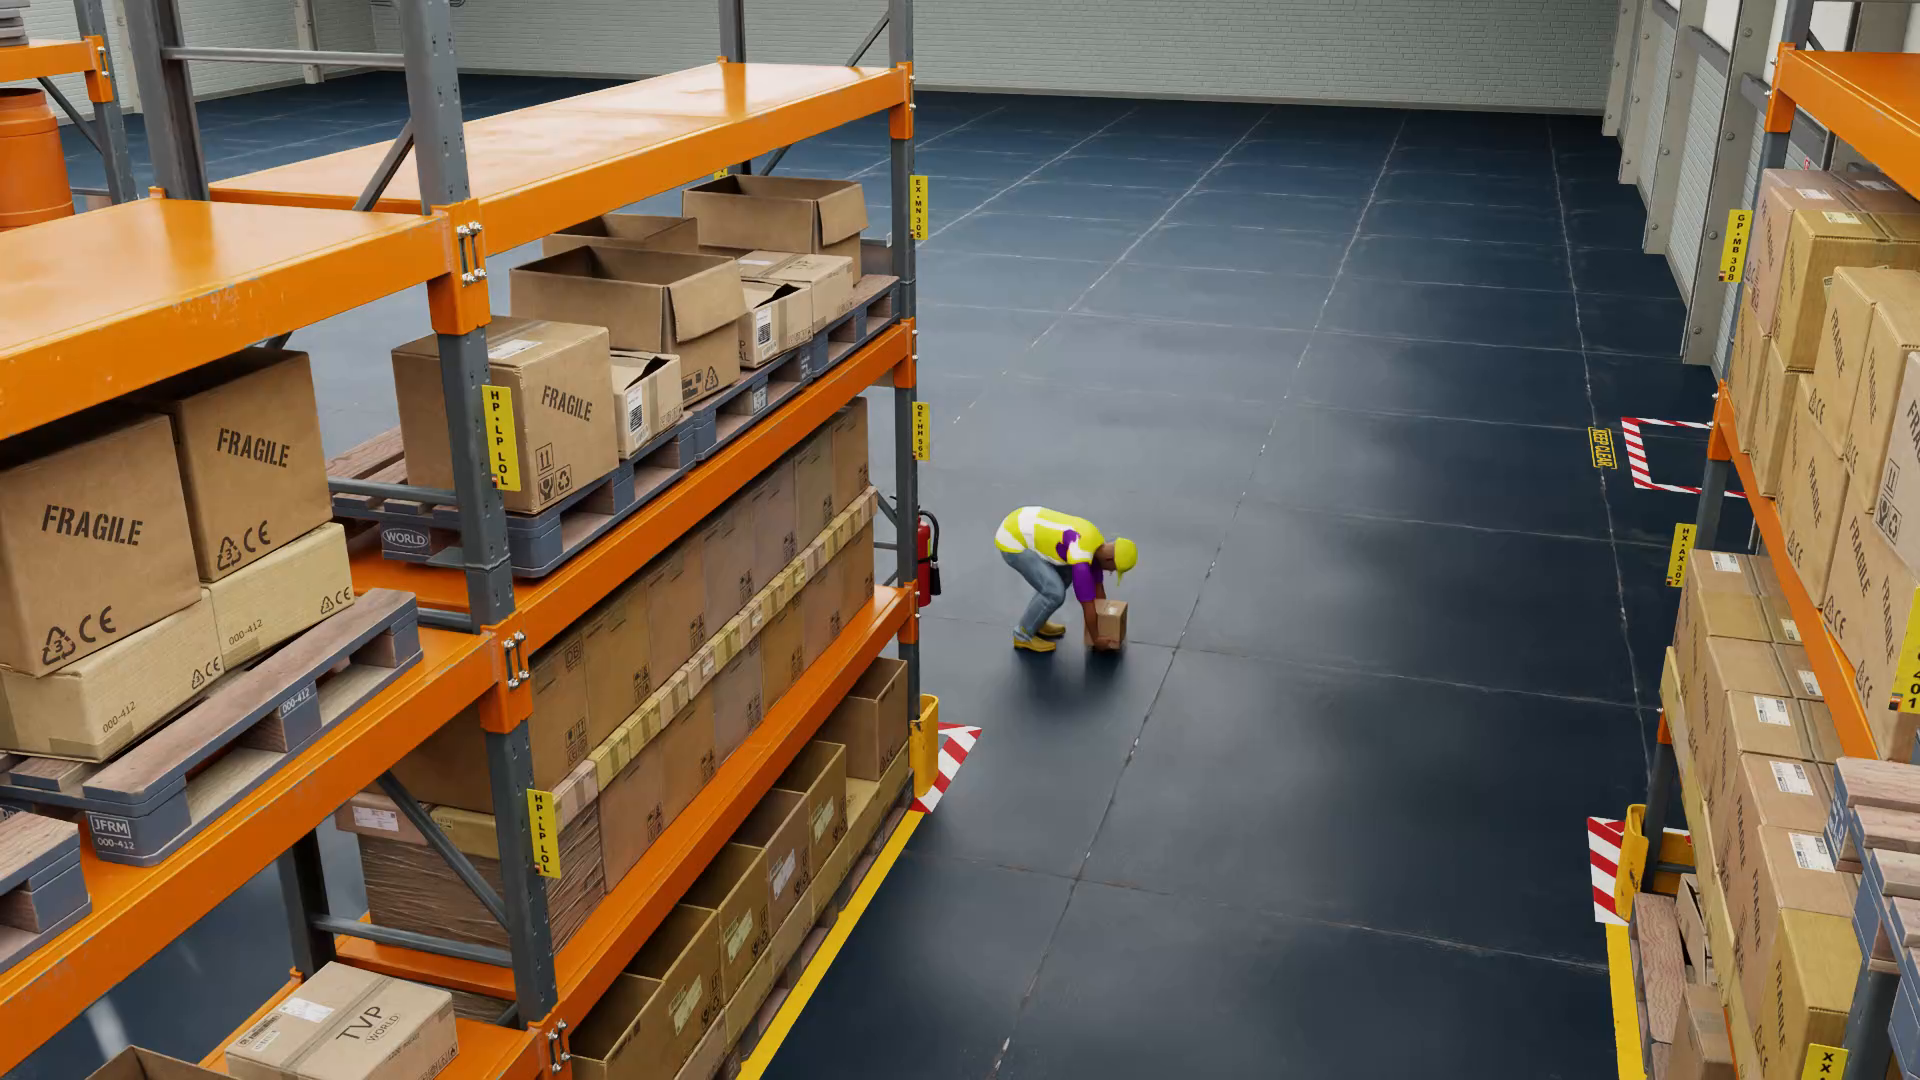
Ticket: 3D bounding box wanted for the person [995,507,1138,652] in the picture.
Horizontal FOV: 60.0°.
[{"bbox_3d":[0.729,0.267,11.441,0.974,0.979,0.498,5,22,13],"label":"person"}]
